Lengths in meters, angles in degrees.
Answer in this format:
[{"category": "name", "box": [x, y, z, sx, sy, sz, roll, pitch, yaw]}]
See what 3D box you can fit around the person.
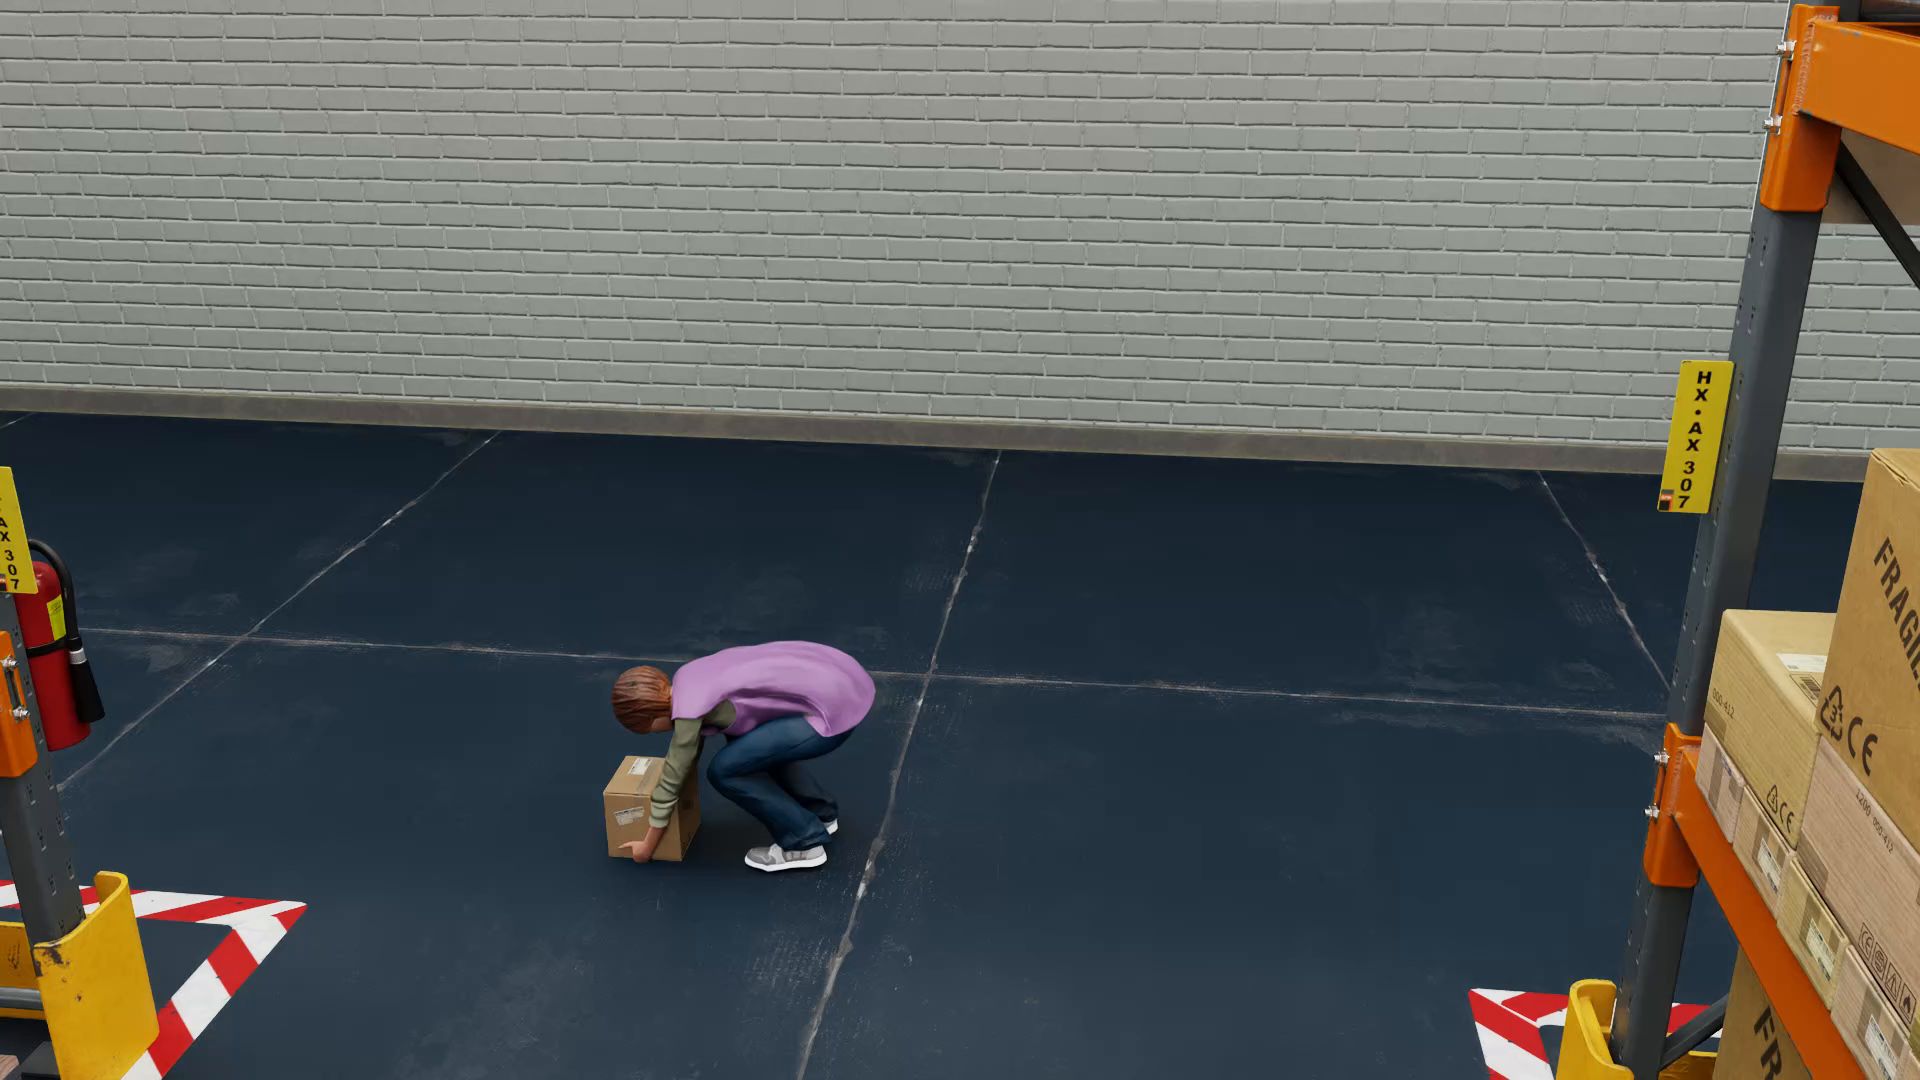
[{"category": "person", "box": [-0.712, 0.702, 5.507, 0.872, 0.768, 0.428, 2, 22, 5]}]
